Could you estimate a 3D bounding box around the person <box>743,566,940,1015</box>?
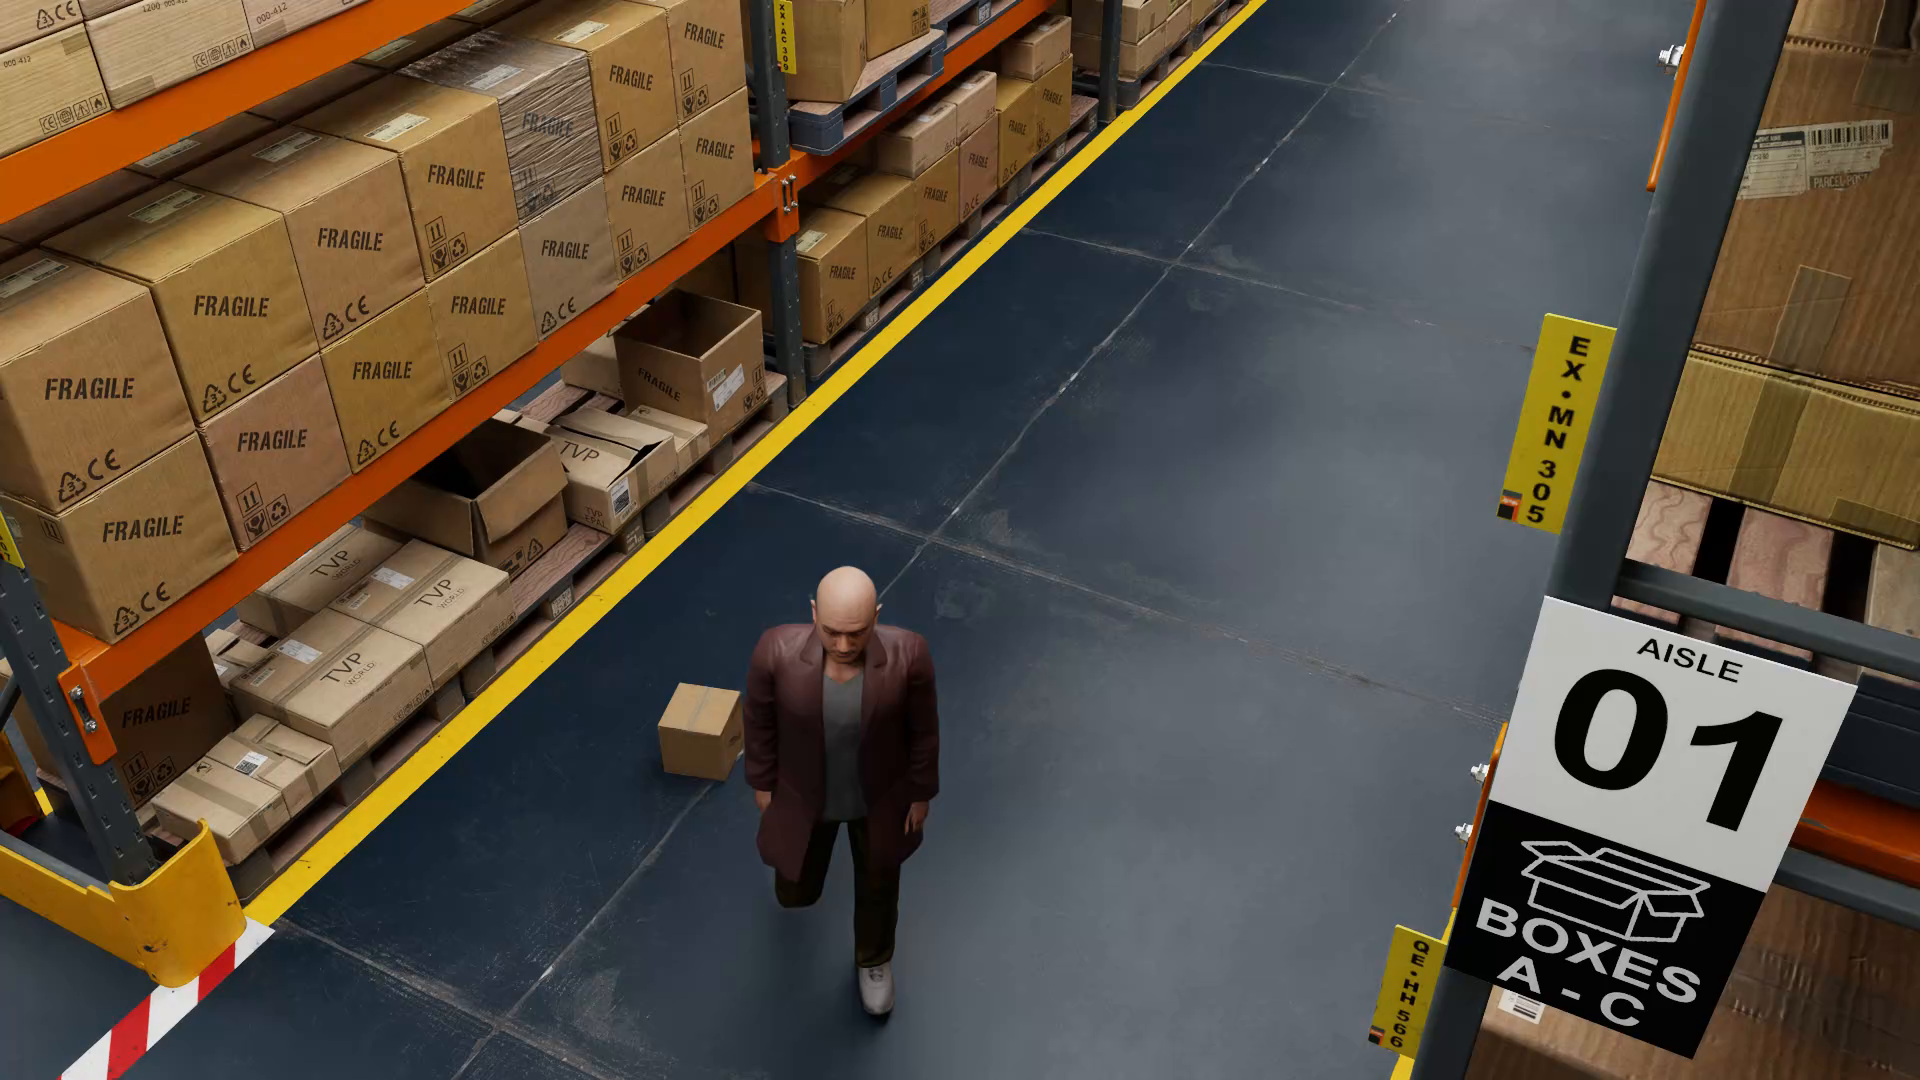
[{"bbox_3d":[-0.367,0.699,5.199,0.602,1.770,0.636,-2,38,-3],"label":"person"}]
